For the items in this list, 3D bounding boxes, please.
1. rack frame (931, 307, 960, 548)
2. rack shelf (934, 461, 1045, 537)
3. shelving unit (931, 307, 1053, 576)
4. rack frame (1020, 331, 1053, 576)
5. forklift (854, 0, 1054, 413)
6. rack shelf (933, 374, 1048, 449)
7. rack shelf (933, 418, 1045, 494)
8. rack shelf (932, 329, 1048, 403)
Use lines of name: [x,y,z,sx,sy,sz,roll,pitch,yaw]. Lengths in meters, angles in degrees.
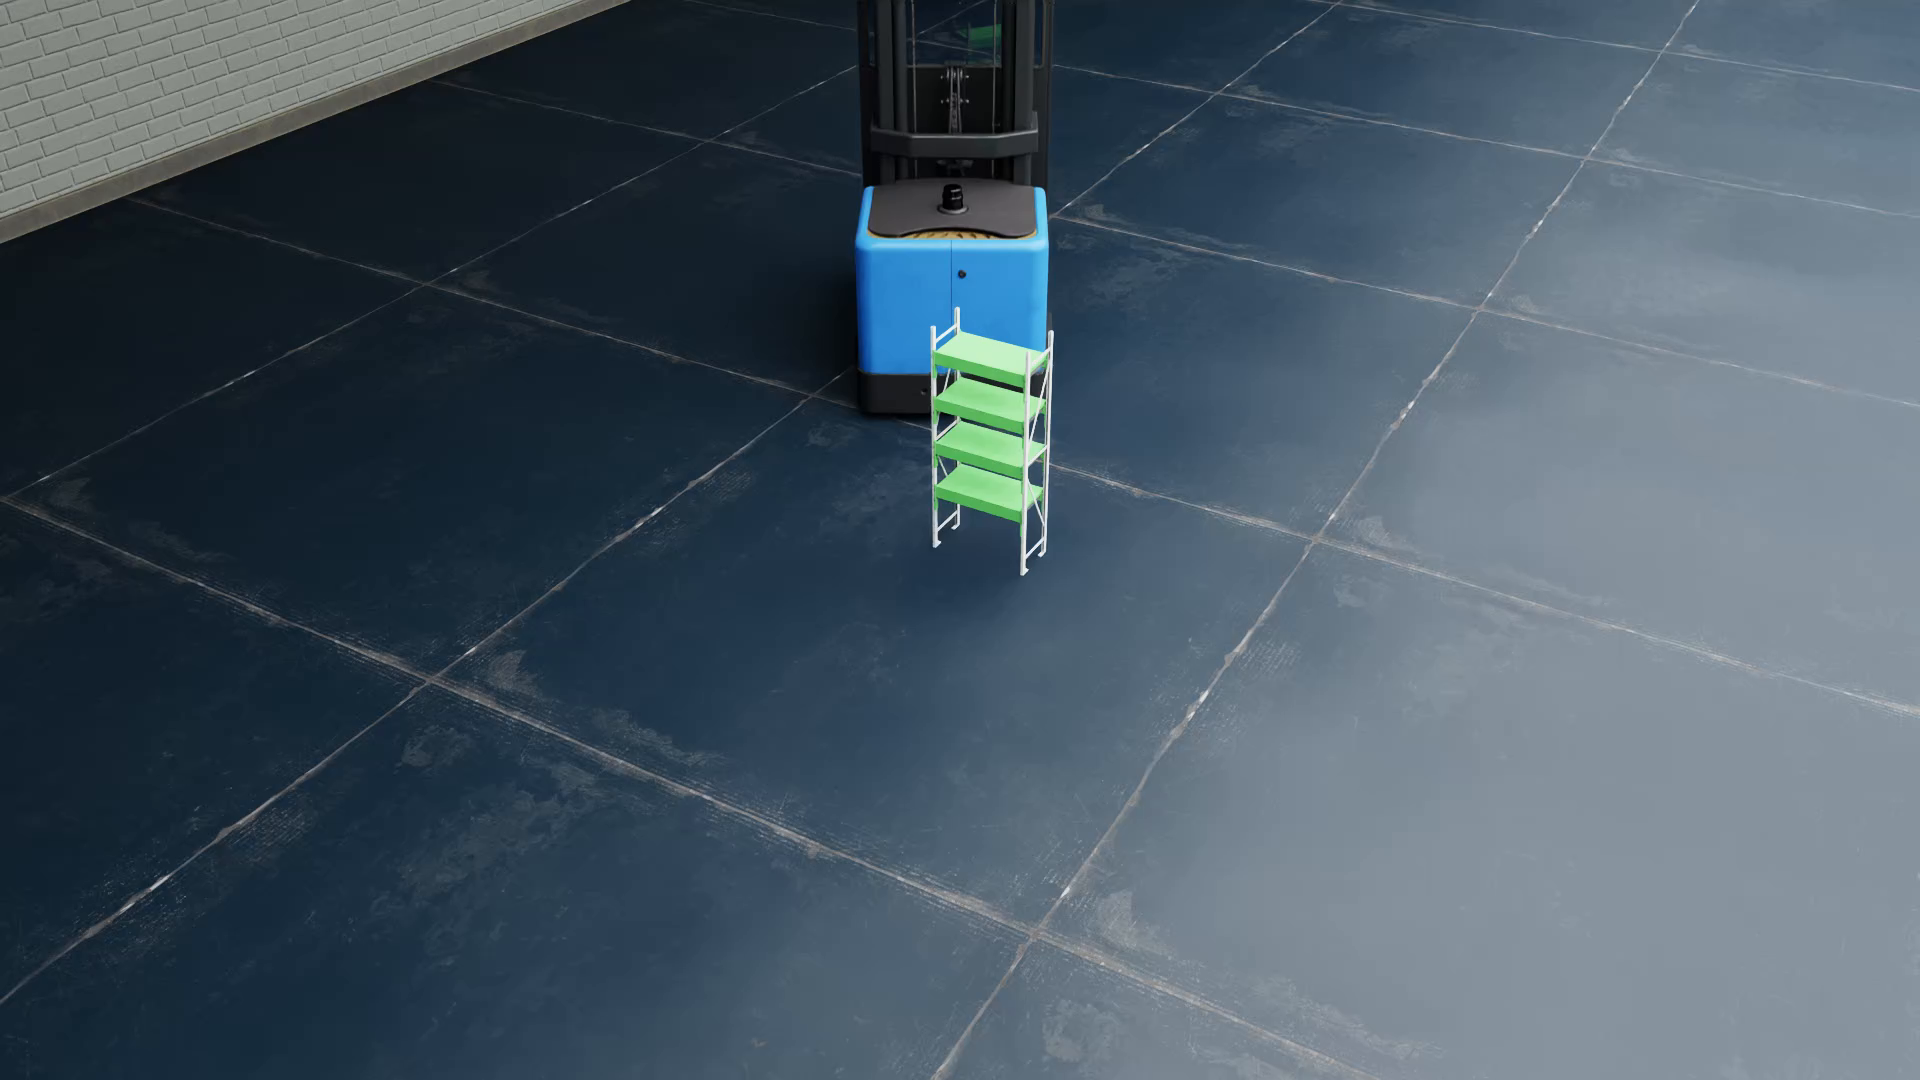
rack frame: [-0.068,-0.521,7.950,0.015,1.200,0.240,18,37,24]
rack shelf: [0.144,-0.201,8.018,0.480,0.148,0.258,18,37,24]
shelving unit: [0.144,-0.454,7.849,0.503,1.200,0.258,18,37,24]
rack frame: [0.356,-0.387,7.748,0.015,1.200,0.240,18,37,24]
forklift: [-0.021,-2.696,9.655,1.130,2.935,3.031,1,34,1]
rack shelf: [0.144,-0.600,7.751,0.480,0.148,0.258,18,37,24]
rack shelf: [0.144,-0.401,7.884,0.480,0.148,0.258,18,37,24]
rack shelf: [0.144,-0.800,7.618,0.480,0.148,0.258,18,37,24]
